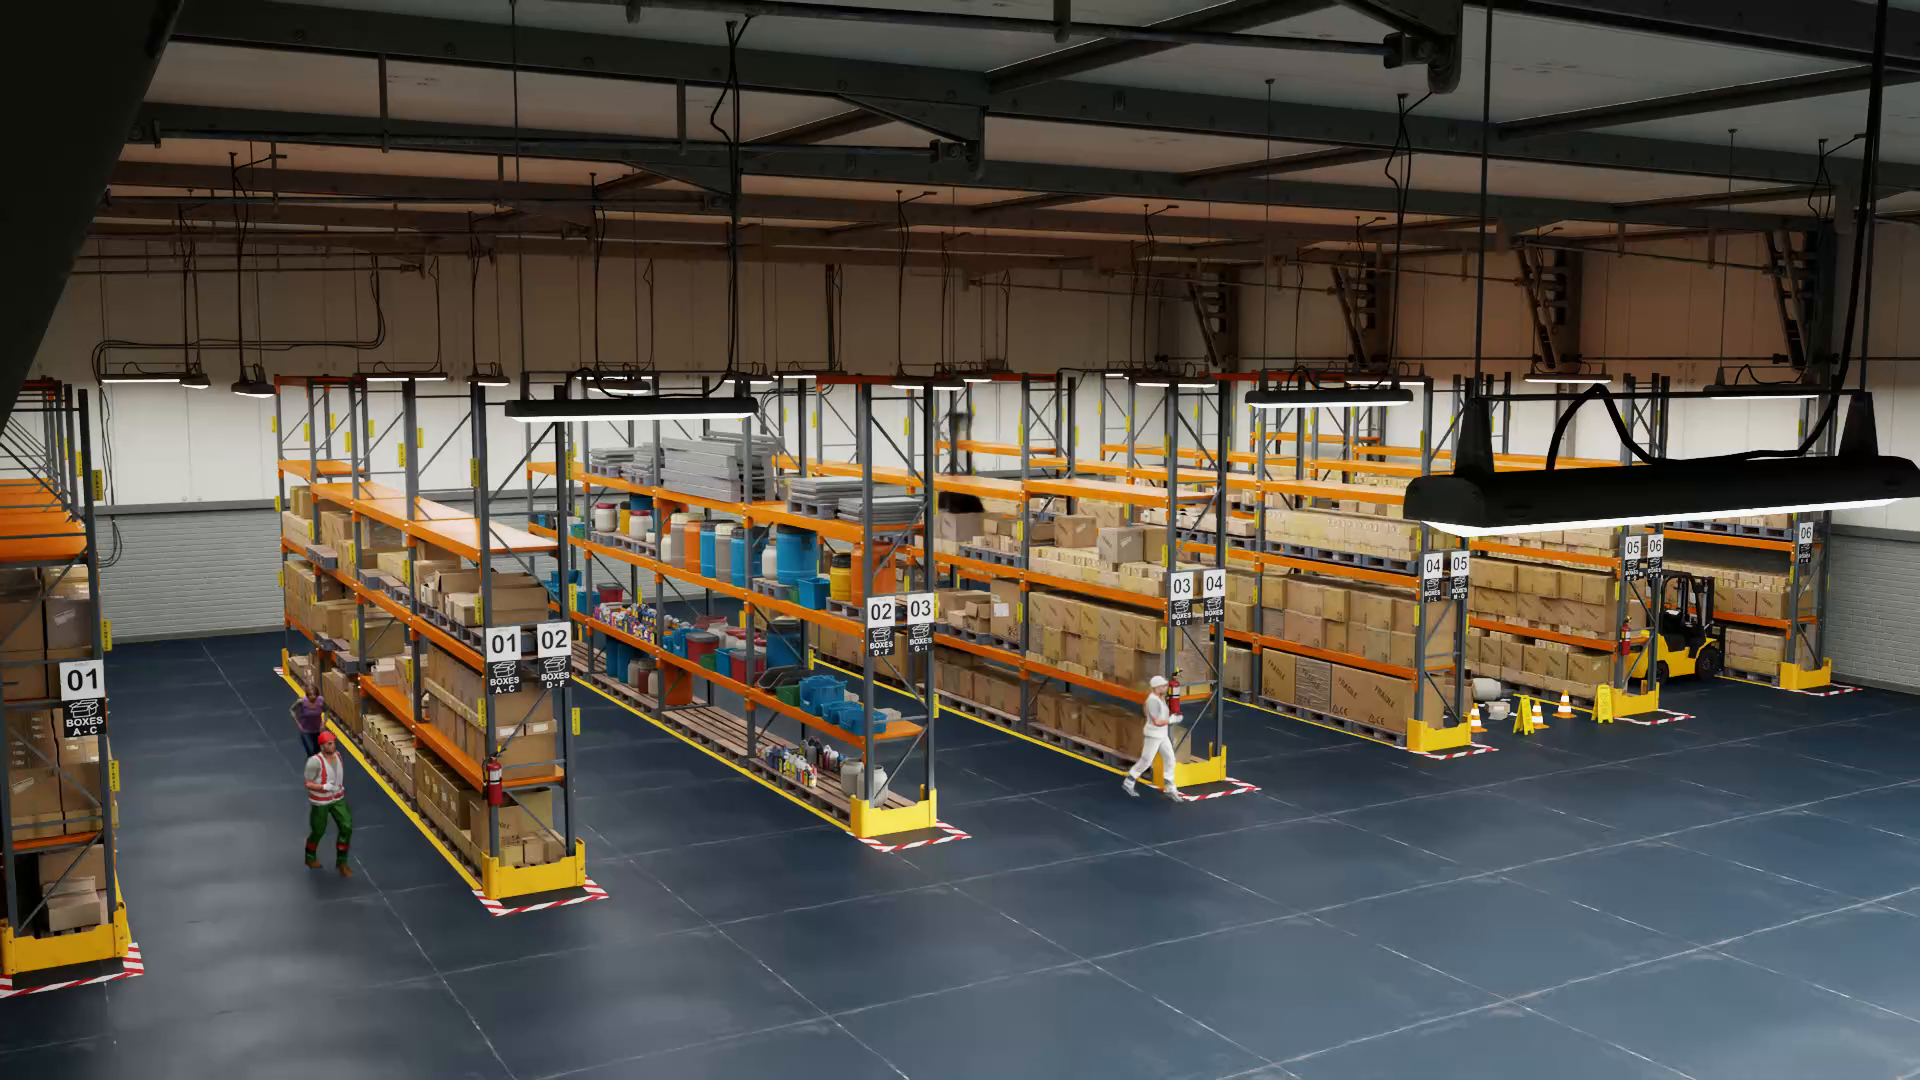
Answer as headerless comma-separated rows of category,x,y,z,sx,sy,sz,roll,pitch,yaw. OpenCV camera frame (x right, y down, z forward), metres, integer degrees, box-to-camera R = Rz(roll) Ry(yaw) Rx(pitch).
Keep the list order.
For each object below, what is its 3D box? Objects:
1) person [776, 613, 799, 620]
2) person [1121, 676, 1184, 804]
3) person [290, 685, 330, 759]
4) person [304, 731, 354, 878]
person,-3.099,1.935,30.184,0.570,1.631,0.527,-5,8,-36
person,2.760,2.829,23.706,0.904,1.825,0.652,3,7,24
person,-9.717,2.876,24.871,0.557,1.548,0.893,-3,7,-24
person,-7.742,3.227,20.317,0.835,1.831,0.588,5,8,38
